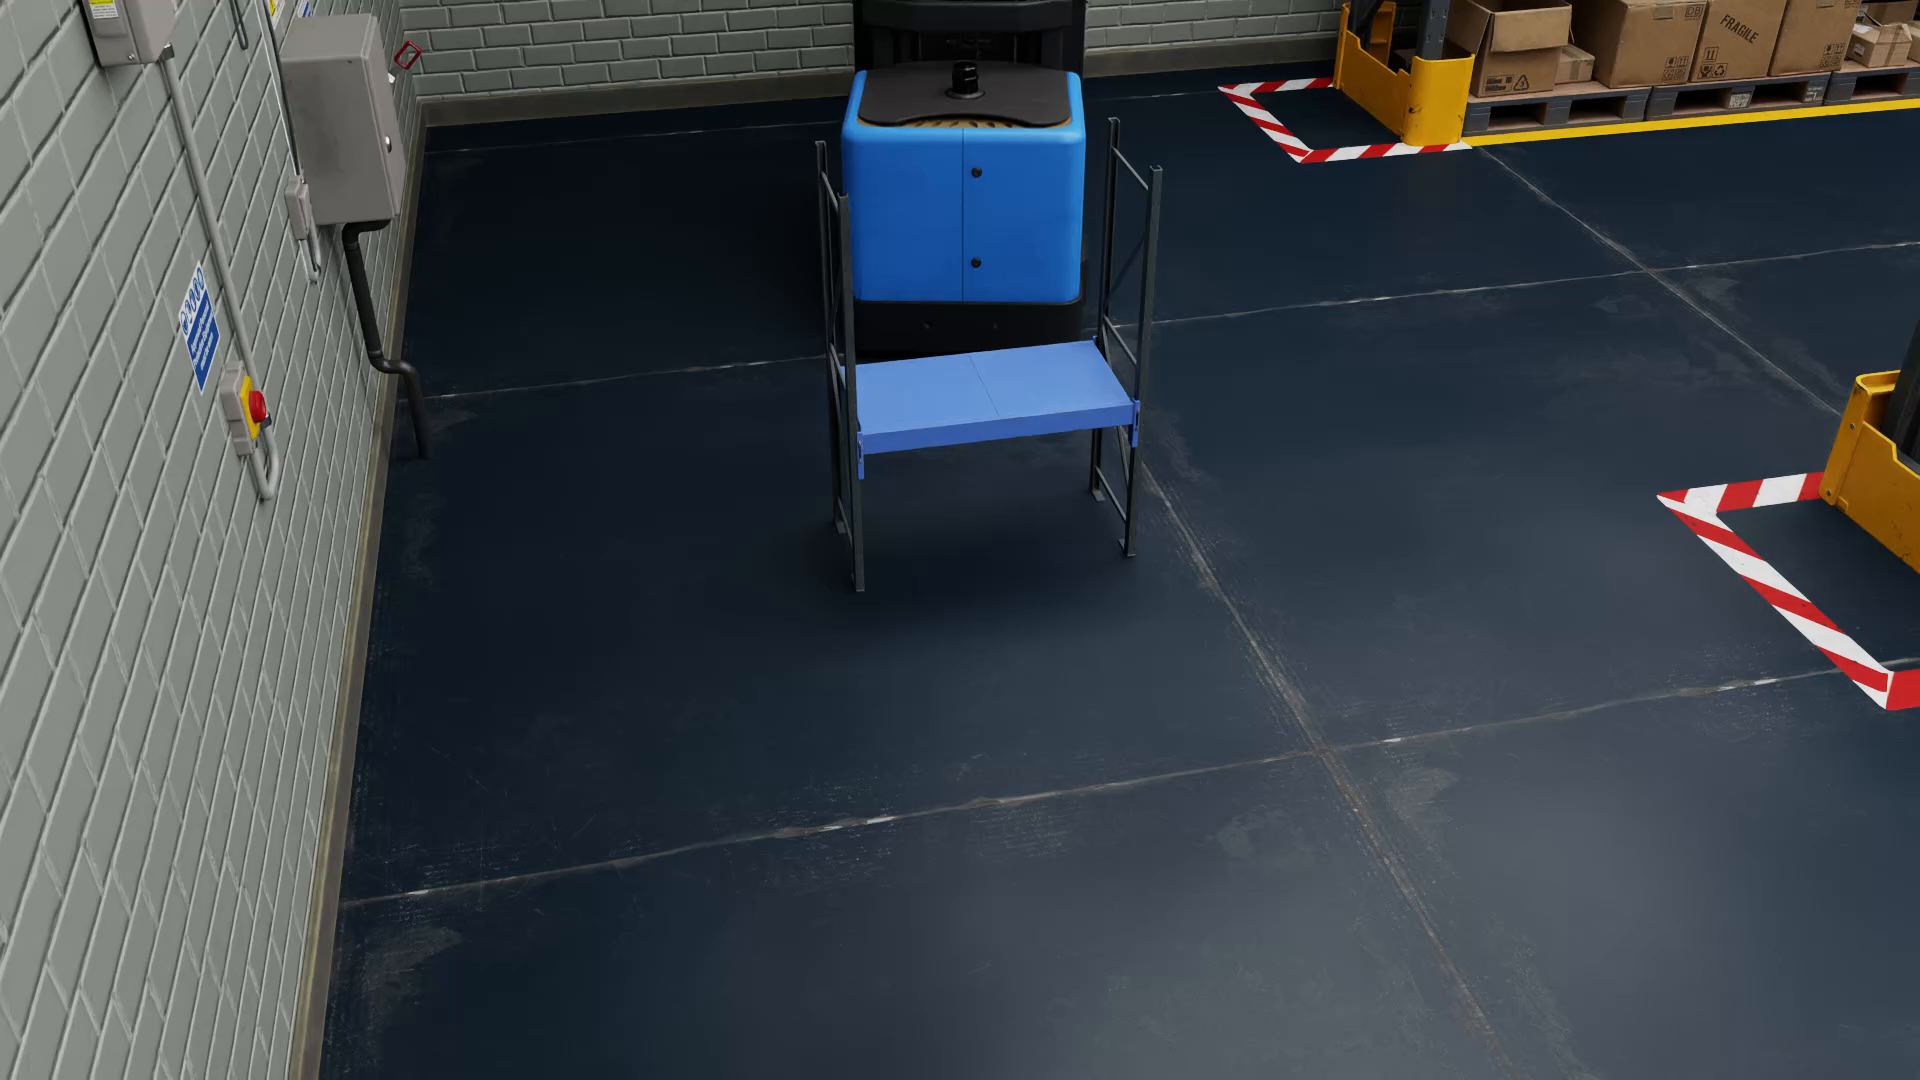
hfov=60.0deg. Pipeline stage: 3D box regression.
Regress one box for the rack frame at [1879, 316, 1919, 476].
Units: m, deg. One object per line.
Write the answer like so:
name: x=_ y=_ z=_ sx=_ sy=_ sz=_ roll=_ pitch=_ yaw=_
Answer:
rack frame: x=3.671 y=-1.153 z=5.276 sx=0.127 sy=3.000 sz=1.000 roll=-7 pitch=35 yaw=-11

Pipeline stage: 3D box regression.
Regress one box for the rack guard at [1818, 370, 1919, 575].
rack guard: x=3.647 y=-0.112 z=5.968 sx=0.348 sy=0.500 sz=1.175 roll=-7 pitch=35 yaw=-11

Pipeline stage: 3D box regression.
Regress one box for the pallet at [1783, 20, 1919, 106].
pallet: x=5.803 y=-3.100 z=10.681 sx=1.213 sy=0.211 sz=1.003 roll=-7 pitch=35 yaw=-11

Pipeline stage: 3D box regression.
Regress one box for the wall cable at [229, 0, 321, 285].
wall cable: x=-2.148 y=-1.638 z=5.088 sx=0.122 sy=1.984 sz=0.588 roll=-7 pitch=35 yaw=-11

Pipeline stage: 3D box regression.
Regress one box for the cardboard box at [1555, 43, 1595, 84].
cardboard box: x=3.612 y=-2.896 z=10.055 sx=0.250 sy=0.149 sz=0.380 roll=-9 pitch=35 yaw=-12

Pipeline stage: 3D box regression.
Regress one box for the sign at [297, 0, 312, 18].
sign: x=-2.456 y=-1.810 z=6.341 sx=0.001 sy=0.494 sz=0.329 roll=-7 pitch=35 yaw=-11

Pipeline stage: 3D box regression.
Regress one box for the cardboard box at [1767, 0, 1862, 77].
cardboard box: x=5.044 y=-3.222 z=10.226 sx=0.500 sy=0.500 sz=0.700 roll=-8 pitch=35 yaw=-12

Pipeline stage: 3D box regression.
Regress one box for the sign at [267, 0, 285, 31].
sign: x=-2.335 y=-1.894 z=5.640 sx=0.001 sy=0.242 sz=0.339 roll=-7 pitch=35 yaw=-11

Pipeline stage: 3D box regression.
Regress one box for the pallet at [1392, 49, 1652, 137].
pallet: x=3.424 y=-2.800 z=10.234 sx=1.213 sy=0.211 sz=1.003 roll=-7 pitch=35 yaw=-11

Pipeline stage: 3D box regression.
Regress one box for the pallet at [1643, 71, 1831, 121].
pallet: x=4.611 y=-2.948 z=10.454 sx=1.213 sy=0.211 sz=1.003 roll=-7 pitch=35 yaw=-11

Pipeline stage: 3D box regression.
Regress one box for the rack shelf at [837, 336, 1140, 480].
rack shelf: x=0.083 y=-0.484 z=5.948 sx=1.000 sy=0.185 sz=0.538 roll=-7 pitch=35 yaw=-11

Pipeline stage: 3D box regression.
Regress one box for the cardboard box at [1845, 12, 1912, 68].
cardboard box: x=5.647 y=-3.109 z=10.268 sx=0.258 sy=0.266 sz=0.396 roll=-6 pitch=34 yaw=-9

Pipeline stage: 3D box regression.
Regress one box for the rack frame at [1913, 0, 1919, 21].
rack frame: x=6.473 y=-4.342 z=10.028 sx=0.127 sy=3.000 sz=1.000 roll=-7 pitch=35 yaw=-11

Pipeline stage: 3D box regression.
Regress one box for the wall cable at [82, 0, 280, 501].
wall cable: x=-1.824 y=-0.882 z=3.933 sx=0.123 sy=1.953 sz=0.585 roll=-7 pitch=35 yaw=-11

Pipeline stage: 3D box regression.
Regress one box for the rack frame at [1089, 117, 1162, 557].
rack frame: x=0.579 y=-0.696 z=5.941 sx=0.032 sy=1.500 sz=0.500 roll=-7 pitch=35 yaw=-11

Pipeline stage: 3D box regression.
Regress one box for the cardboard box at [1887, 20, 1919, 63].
cardboard box: x=5.995 y=-3.105 z=10.366 sx=0.250 sy=0.149 sz=0.380 roll=-8 pitch=35 yaw=-12

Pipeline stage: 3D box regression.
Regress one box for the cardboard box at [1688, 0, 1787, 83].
cardboard box: x=4.570 y=-3.105 z=10.052 sx=0.500 sy=0.500 sz=0.500 roll=-7 pitch=34 yaw=-10

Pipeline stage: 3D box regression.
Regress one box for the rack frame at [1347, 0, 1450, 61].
rack frame: x=2.572 y=-3.850 z=9.296 sx=0.127 sy=3.000 sz=1.000 roll=-7 pitch=35 yaw=-11

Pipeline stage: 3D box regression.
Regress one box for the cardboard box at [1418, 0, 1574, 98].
cardboard box: x=3.190 y=-3.012 z=9.910 sx=0.637 sy=0.503 sz=0.797 roll=-9 pitch=35 yaw=-12

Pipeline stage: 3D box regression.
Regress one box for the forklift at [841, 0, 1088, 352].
forklift: x=0.050 y=-2.831 z=7.839 sx=1.130 sy=2.935 sz=3.031 roll=1 pitch=34 yaw=1

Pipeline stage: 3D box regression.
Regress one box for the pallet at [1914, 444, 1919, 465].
pallet: x=4.433 y=-0.136 z=6.263 sx=1.213 sy=0.211 sz=1.003 roll=-7 pitch=35 yaw=-11

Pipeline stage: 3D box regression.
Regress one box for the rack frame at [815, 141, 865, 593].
rack frame: x=-0.413 y=-0.571 z=5.755 sx=0.032 sy=1.500 sz=0.500 roll=-7 pitch=35 yaw=-11

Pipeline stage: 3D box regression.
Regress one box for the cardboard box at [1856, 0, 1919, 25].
cardboard box: x=5.777 y=-3.447 z=10.731 sx=0.500 sy=0.311 sz=0.500 roll=-6 pitch=34 yaw=-9

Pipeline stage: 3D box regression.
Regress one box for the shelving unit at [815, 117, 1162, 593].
shelving unit: x=0.083 y=-0.633 z=5.848 sx=1.048 sy=1.500 sz=0.538 roll=-7 pitch=35 yaw=-11

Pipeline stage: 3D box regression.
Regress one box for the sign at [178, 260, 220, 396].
sign: x=-1.873 y=-0.526 z=4.099 sx=0.001 sy=0.218 sz=0.327 roll=-7 pitch=35 yaw=-11

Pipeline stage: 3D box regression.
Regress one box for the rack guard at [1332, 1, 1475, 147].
rack guard: x=2.646 y=-2.822 z=10.006 sx=0.348 sy=0.500 sz=1.175 roll=-7 pitch=35 yaw=-11

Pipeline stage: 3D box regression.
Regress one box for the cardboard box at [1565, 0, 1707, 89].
cardboard box: x=4.032 y=-3.094 z=10.036 sx=0.500 sy=0.500 sz=0.700 roll=-6 pitch=34 yaw=-9

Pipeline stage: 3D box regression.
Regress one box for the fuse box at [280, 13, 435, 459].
fuse box: x=-2.145 y=-1.072 z=6.312 sx=0.414 sy=1.711 sz=0.539 roll=-7 pitch=35 yaw=-11
